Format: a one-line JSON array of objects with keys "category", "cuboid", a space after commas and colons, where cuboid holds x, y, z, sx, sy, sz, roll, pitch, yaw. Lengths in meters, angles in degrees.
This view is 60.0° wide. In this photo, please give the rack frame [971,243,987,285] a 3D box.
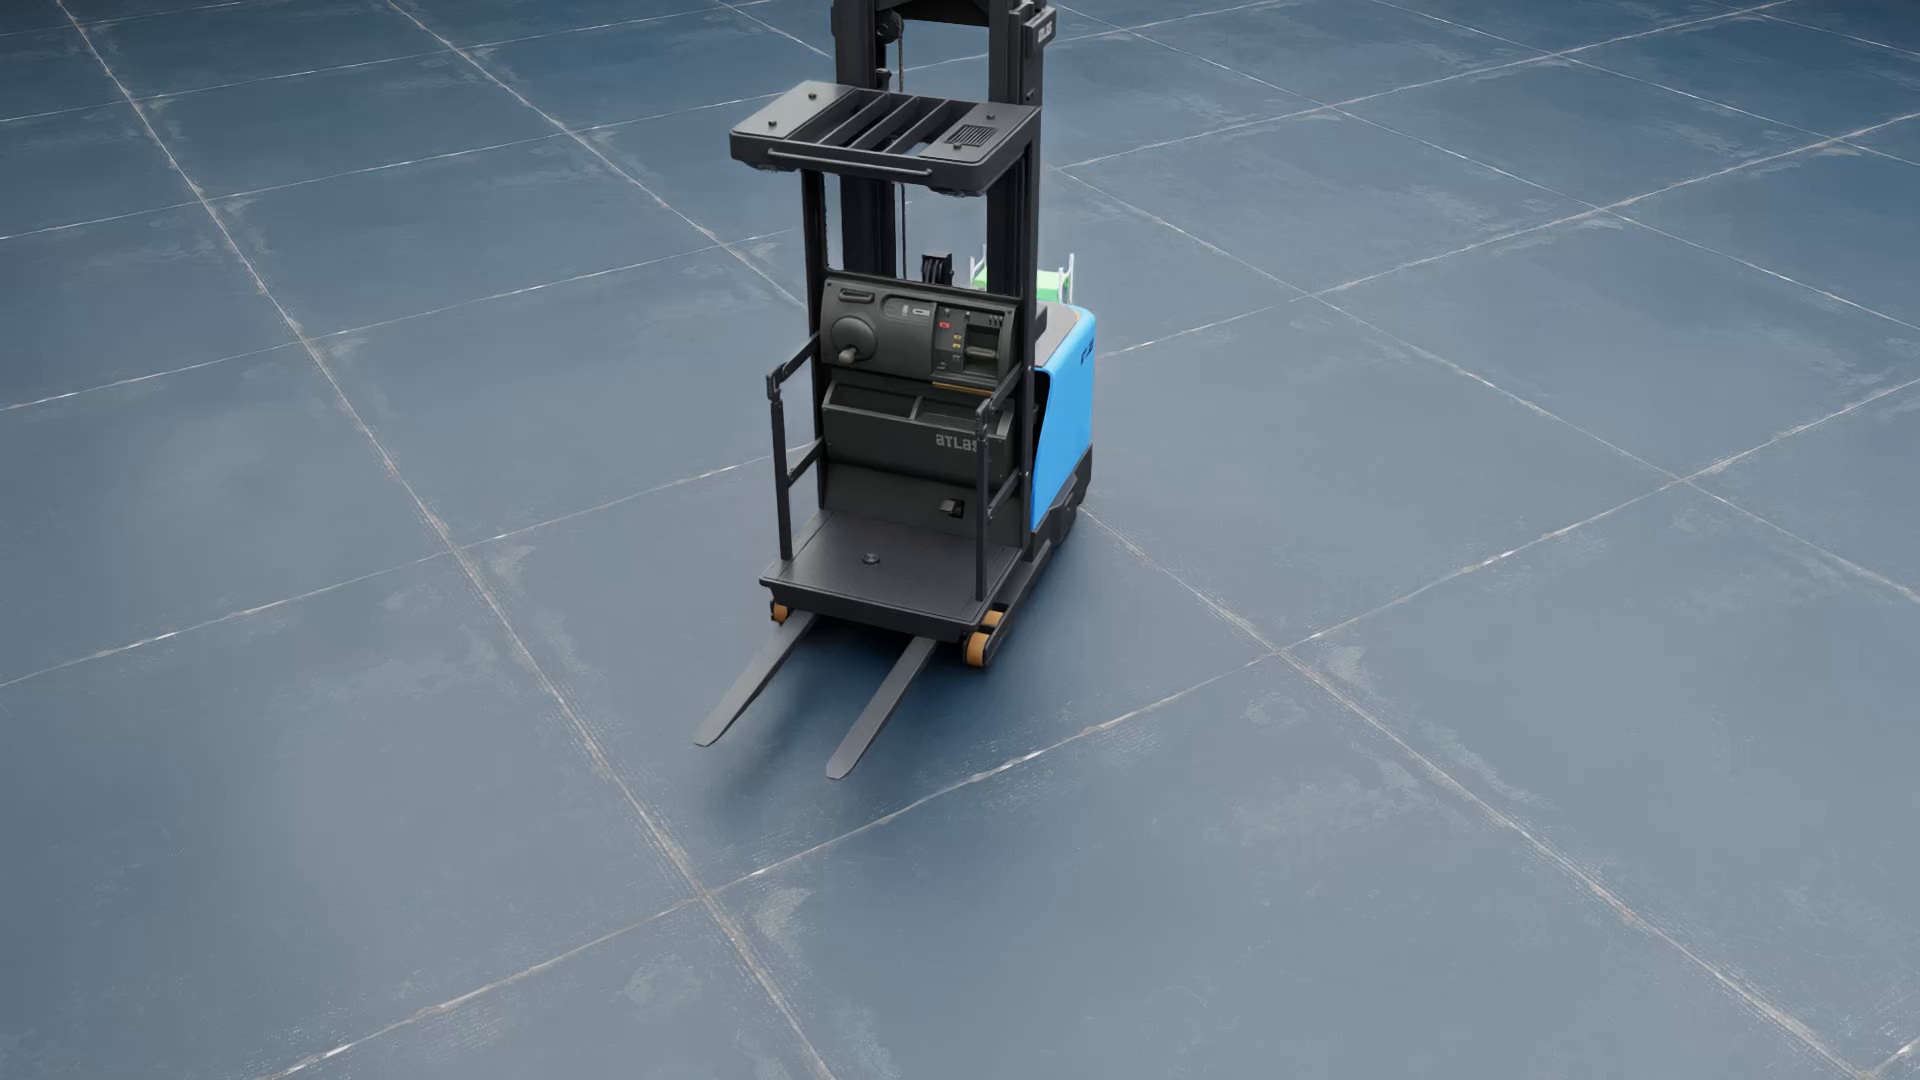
[{"category": "rack frame", "cuboid": [0.096, -1.046, 9.274, 0.015, 1.200, 0.240, 10, 31, 15]}]

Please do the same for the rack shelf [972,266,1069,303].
[{"category": "rack shelf", "cuboid": [0.333, -1.365, 9.001, 0.480, 0.148, 0.258, 10, 31, 15]}]

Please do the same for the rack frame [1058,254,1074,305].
[{"category": "rack frame", "cuboid": [0.559, -0.964, 9.145, 0.015, 1.200, 0.240, 10, 31, 15]}]

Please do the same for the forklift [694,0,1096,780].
[{"category": "forklift", "cuboid": [-0.273, -0.891, 7.416, 1.130, 2.935, 3.031, 11, 34, 17]}]

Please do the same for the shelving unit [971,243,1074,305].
[{"category": "shelving unit", "cuboid": [0.327, -1.005, 9.209, 0.503, 1.200, 0.258, 10, 31, 15]}]
